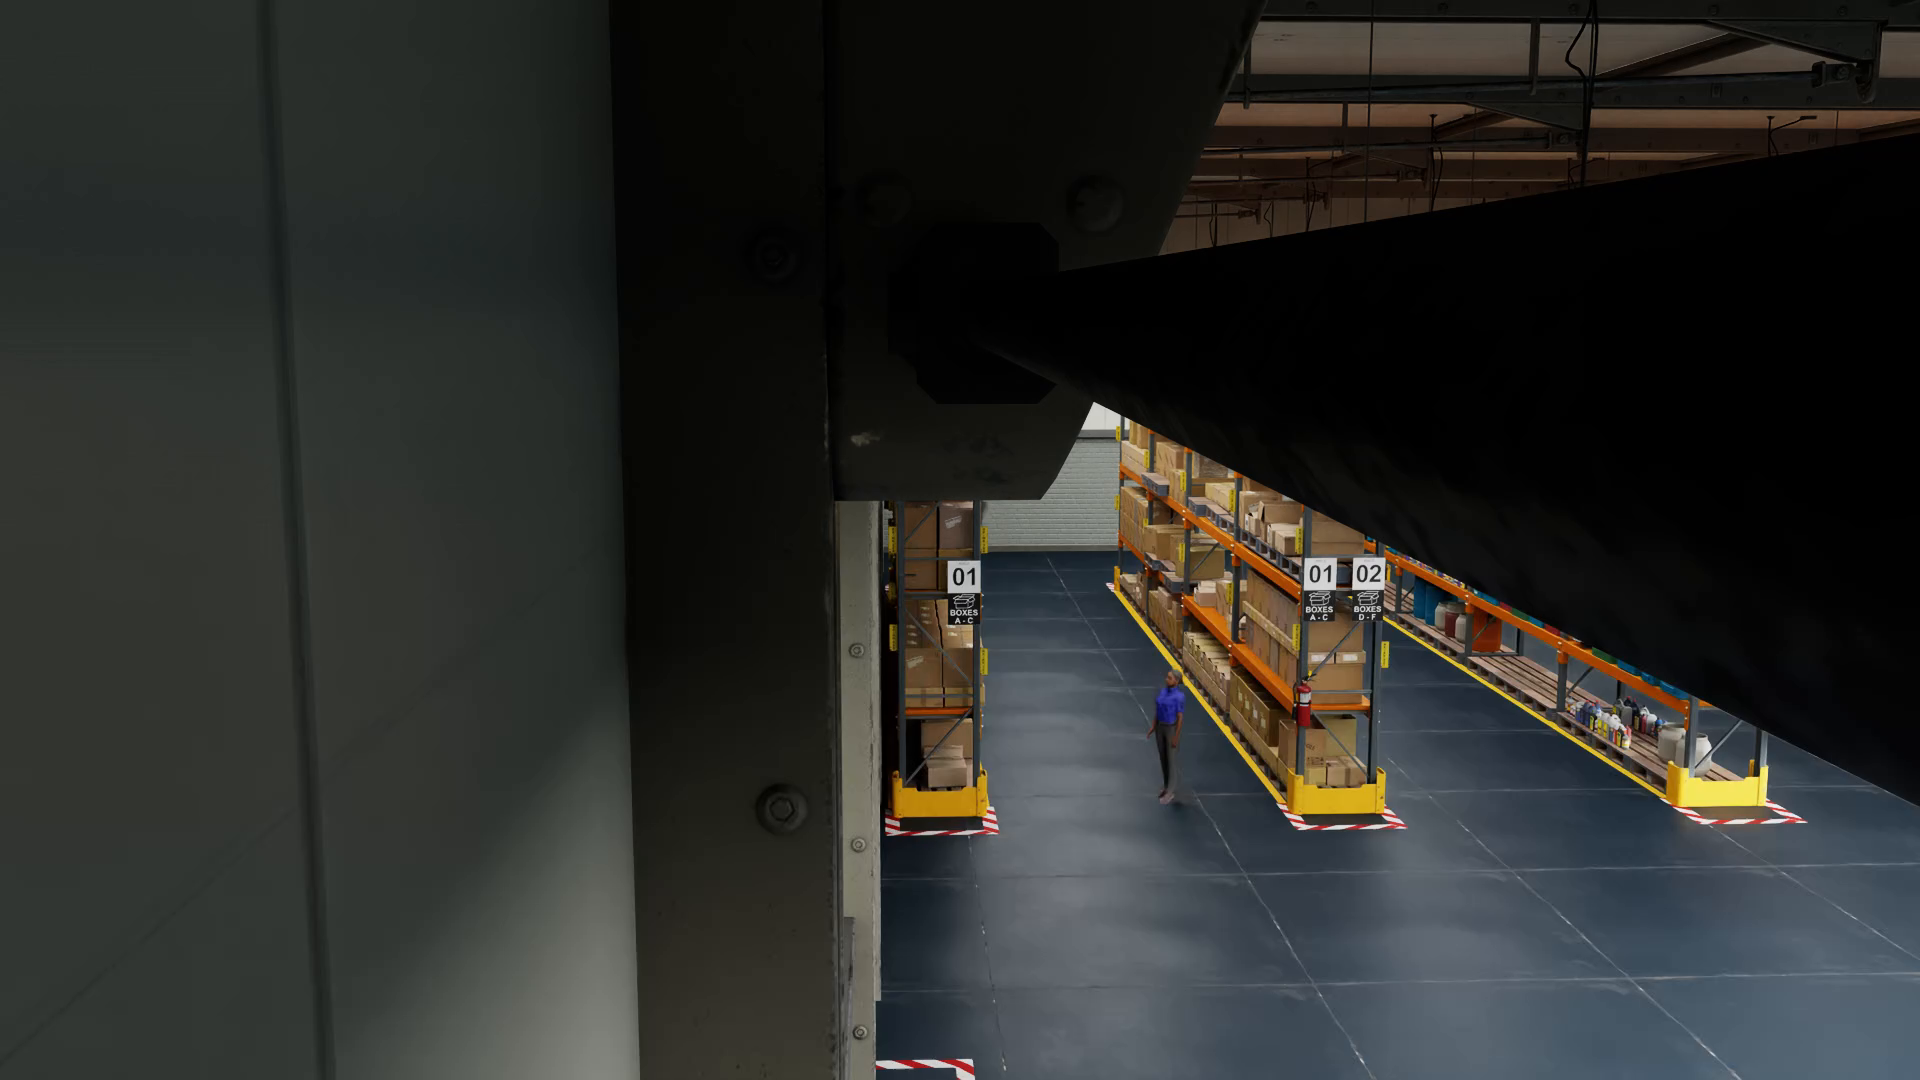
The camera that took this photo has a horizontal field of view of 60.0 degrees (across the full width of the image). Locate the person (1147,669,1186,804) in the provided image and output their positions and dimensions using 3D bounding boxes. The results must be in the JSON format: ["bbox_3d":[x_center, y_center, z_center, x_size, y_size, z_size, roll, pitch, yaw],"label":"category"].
[{"bbox_3d":[2.629,2.485,21.206,0.468,1.667,0.518,8,11,44],"label":"person"}]
